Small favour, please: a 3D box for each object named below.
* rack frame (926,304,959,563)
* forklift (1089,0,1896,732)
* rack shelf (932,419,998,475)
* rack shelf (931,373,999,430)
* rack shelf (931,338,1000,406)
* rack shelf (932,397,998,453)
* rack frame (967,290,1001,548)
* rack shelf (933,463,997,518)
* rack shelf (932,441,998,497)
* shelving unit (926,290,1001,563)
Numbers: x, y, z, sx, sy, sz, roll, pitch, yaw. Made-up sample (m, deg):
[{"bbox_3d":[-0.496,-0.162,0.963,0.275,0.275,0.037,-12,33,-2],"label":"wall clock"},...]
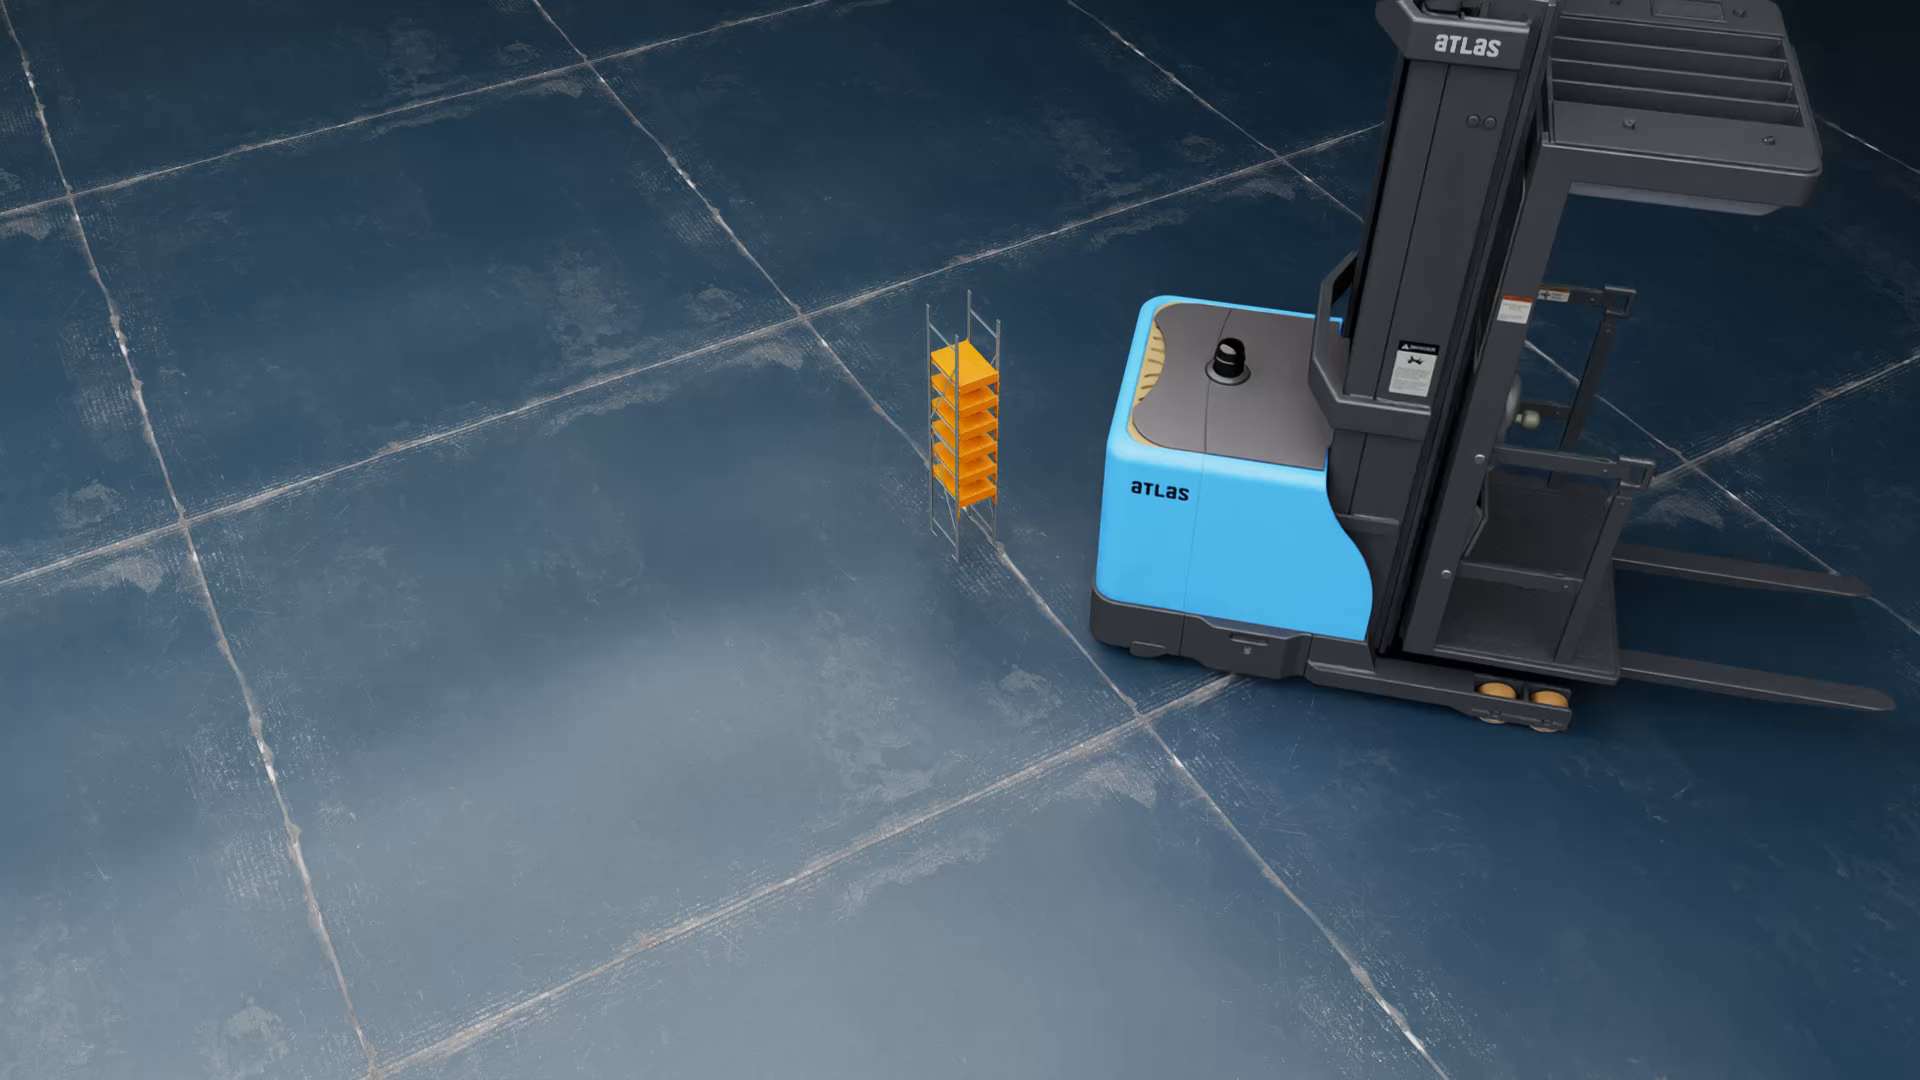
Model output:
[{"bbox_3d":[-0.067,-0.404,6.734,0.006,1.200,0.240,-22,48,-21],"label":"rack frame"},{"bbox_3d":[2.094,-0.720,5.816,3.031,2.935,1.130,9,45,9],"label":"forklift"},{"bbox_3d":[0.013,-0.404,6.798,0.180,0.103,0.258,-22,48,-21],"label":"rack shelf"},{"bbox_3d":[0.013,-0.576,6.631,0.180,0.103,0.258,-22,48,-21],"label":"rack shelf"},{"bbox_3d":[0.013,-0.662,6.547,0.180,0.103,0.258,-22,48,-21],"label":"rack shelf"},{"bbox_3d":[0.013,-0.490,6.714,0.180,0.103,0.258,-22,48,-21],"label":"rack shelf"},{"bbox_3d":[0.092,-0.467,6.799,0.006,1.200,0.240,-22,48,-21],"label":"rack frame"},{"bbox_3d":[0.013,-0.231,6.965,0.180,0.103,0.258,-22,48,-21],"label":"rack shelf"},{"bbox_3d":[0.013,-0.318,6.881,0.180,0.103,0.258,-22,48,-21],"label":"rack shelf"},{"bbox_3d":[0.013,-0.436,6.767,0.189,1.200,0.258,-22,48,-21],"label":"shelving unit"}]
